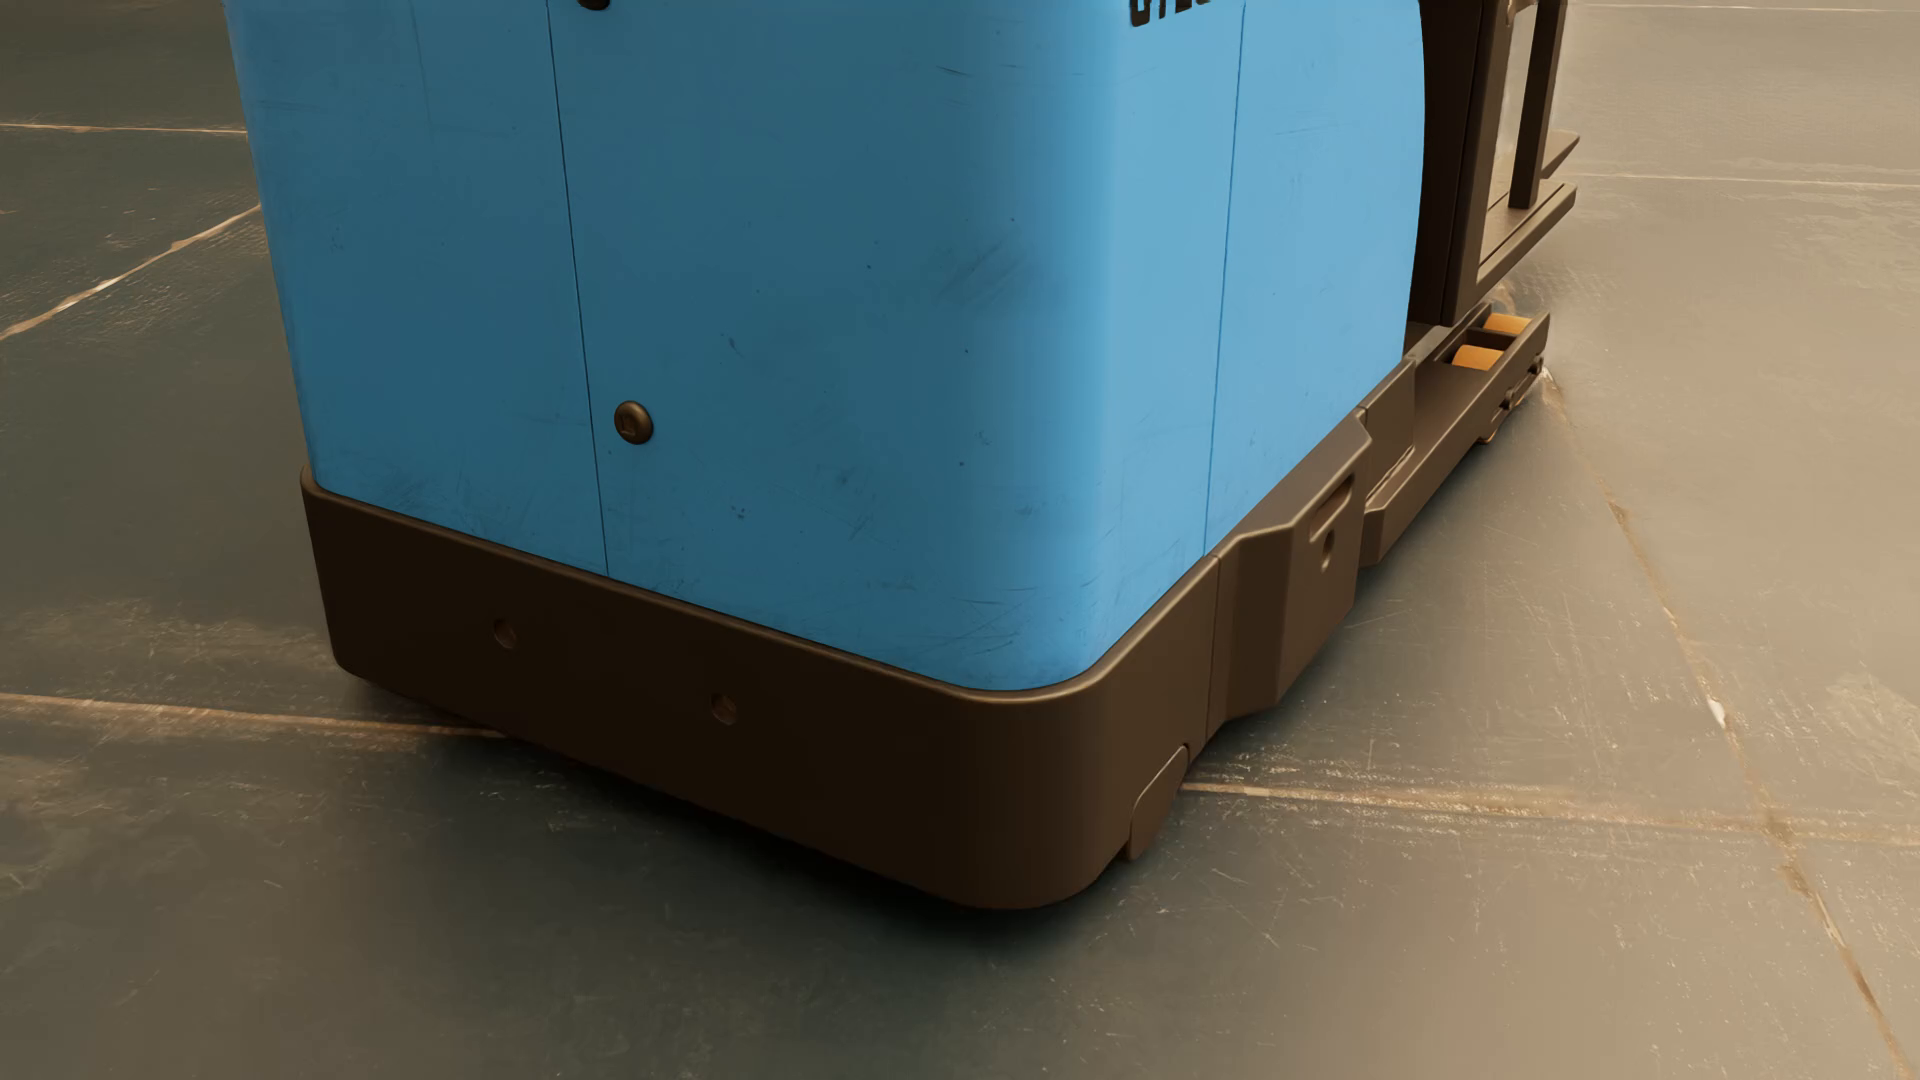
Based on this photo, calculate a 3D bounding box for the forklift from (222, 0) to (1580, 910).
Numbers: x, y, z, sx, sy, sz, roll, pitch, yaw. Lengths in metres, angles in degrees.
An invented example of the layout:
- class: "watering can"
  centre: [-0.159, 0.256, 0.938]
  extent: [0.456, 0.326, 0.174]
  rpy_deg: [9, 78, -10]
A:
- class: "forklift"
  centre: [0.400, -1.570, 2.363]
  extent: [1.130, 2.935, 3.031]
  rpy_deg: [15, 30, 27]
